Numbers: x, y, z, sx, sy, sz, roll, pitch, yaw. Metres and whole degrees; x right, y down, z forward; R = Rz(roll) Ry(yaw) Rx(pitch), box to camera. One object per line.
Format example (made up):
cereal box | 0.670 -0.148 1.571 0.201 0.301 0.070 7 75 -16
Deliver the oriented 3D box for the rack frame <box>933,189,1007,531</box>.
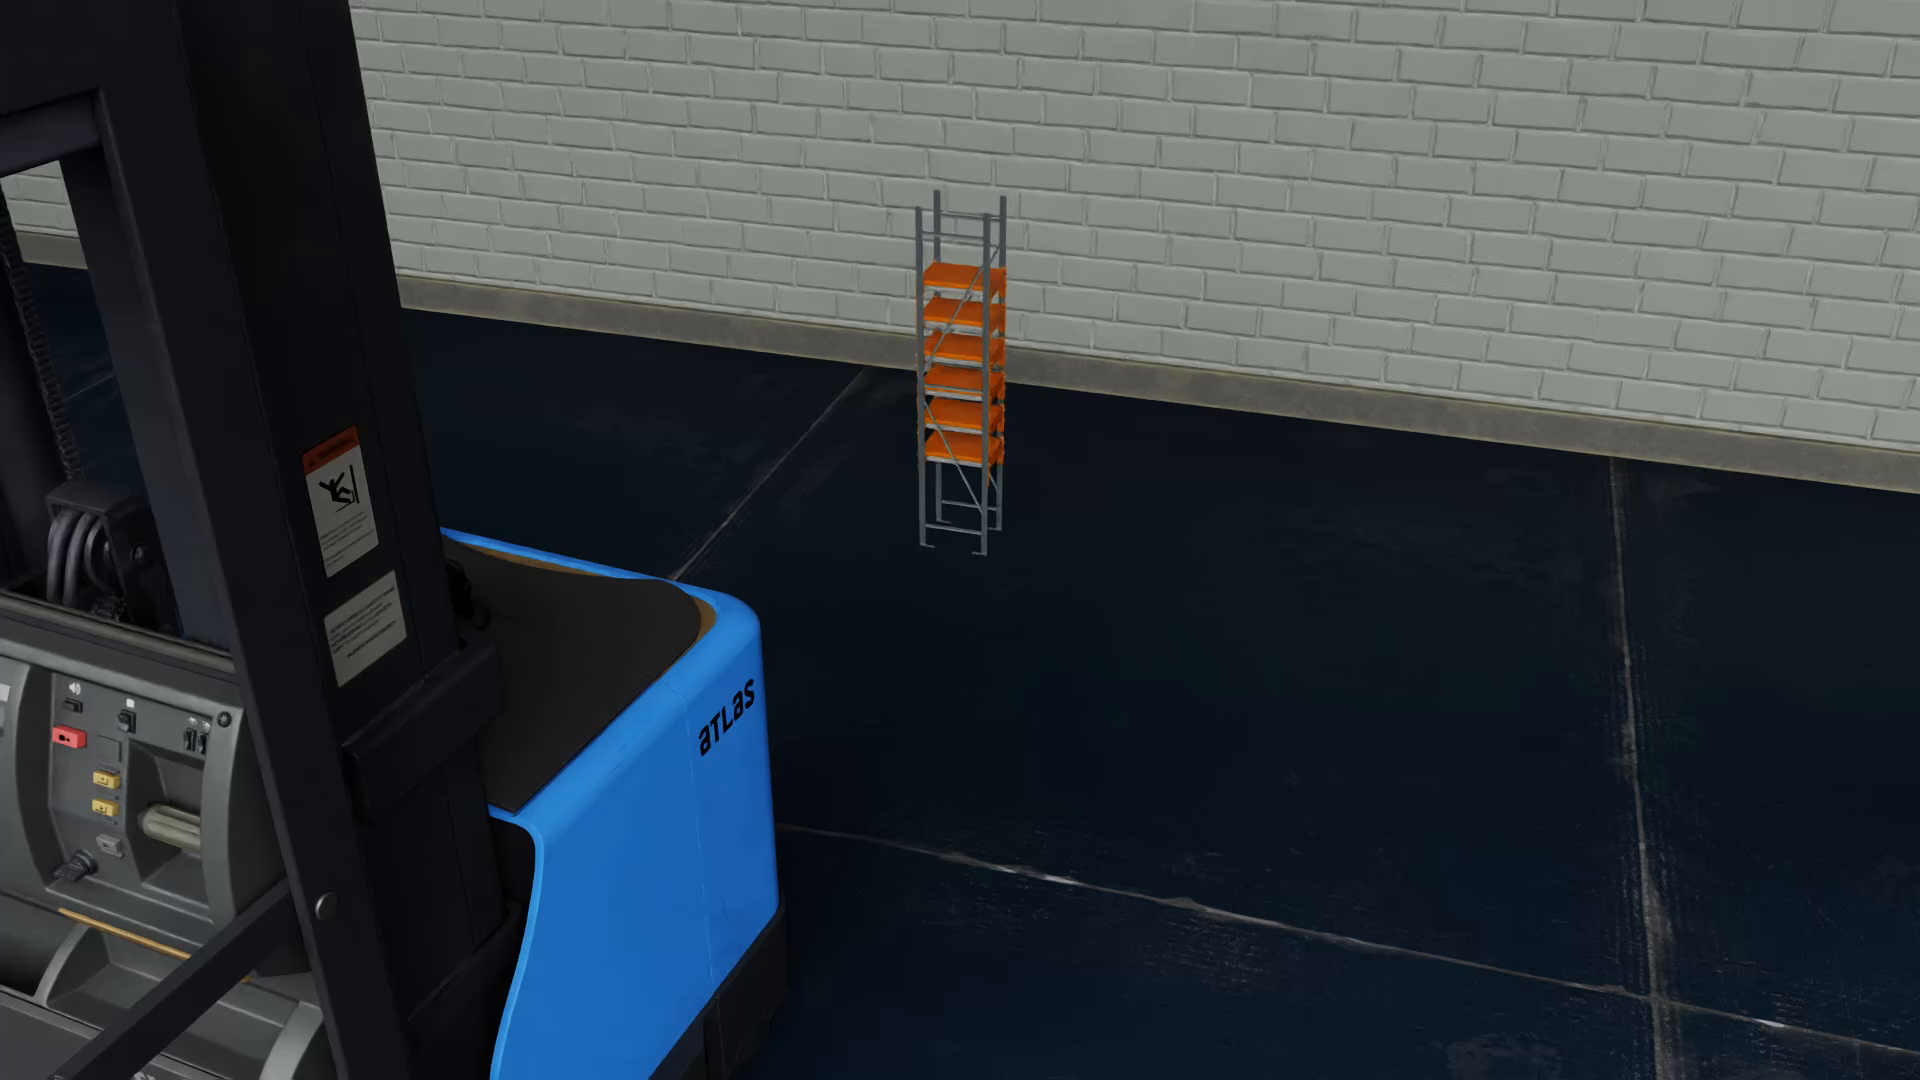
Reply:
rack frame | 0.031 -0.574 5.547 0.240 1.200 0.006 8 30 15

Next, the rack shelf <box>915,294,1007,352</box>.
rack shelf | 0.004 -0.702 5.375 0.258 0.103 0.180 8 30 15

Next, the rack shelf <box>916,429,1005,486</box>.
rack shelf | 0.004 -0.282 5.609 0.258 0.103 0.180 8 30 15

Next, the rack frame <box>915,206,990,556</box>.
rack frame | -0.023 -0.489 5.394 0.240 1.200 0.006 8 30 15

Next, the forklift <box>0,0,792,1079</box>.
forklift | -1.428 0.342 2.121 1.130 2.935 3.031 12 31 20

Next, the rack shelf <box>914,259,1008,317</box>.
rack shelf | 0.004 -0.807 5.317 0.258 0.103 0.180 8 30 15

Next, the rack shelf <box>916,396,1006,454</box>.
rack shelf | 0.004 -0.387 5.550 0.258 0.103 0.180 8 30 15

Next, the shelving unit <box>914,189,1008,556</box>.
shelving unit | 0.004 -0.531 5.470 0.258 1.200 0.189 8 30 15

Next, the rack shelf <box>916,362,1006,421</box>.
rack shelf | 0.004 -0.492 5.492 0.258 0.103 0.180 8 30 15

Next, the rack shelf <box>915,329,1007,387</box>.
rack shelf | 0.004 -0.597 5.434 0.258 0.103 0.180 8 30 15
